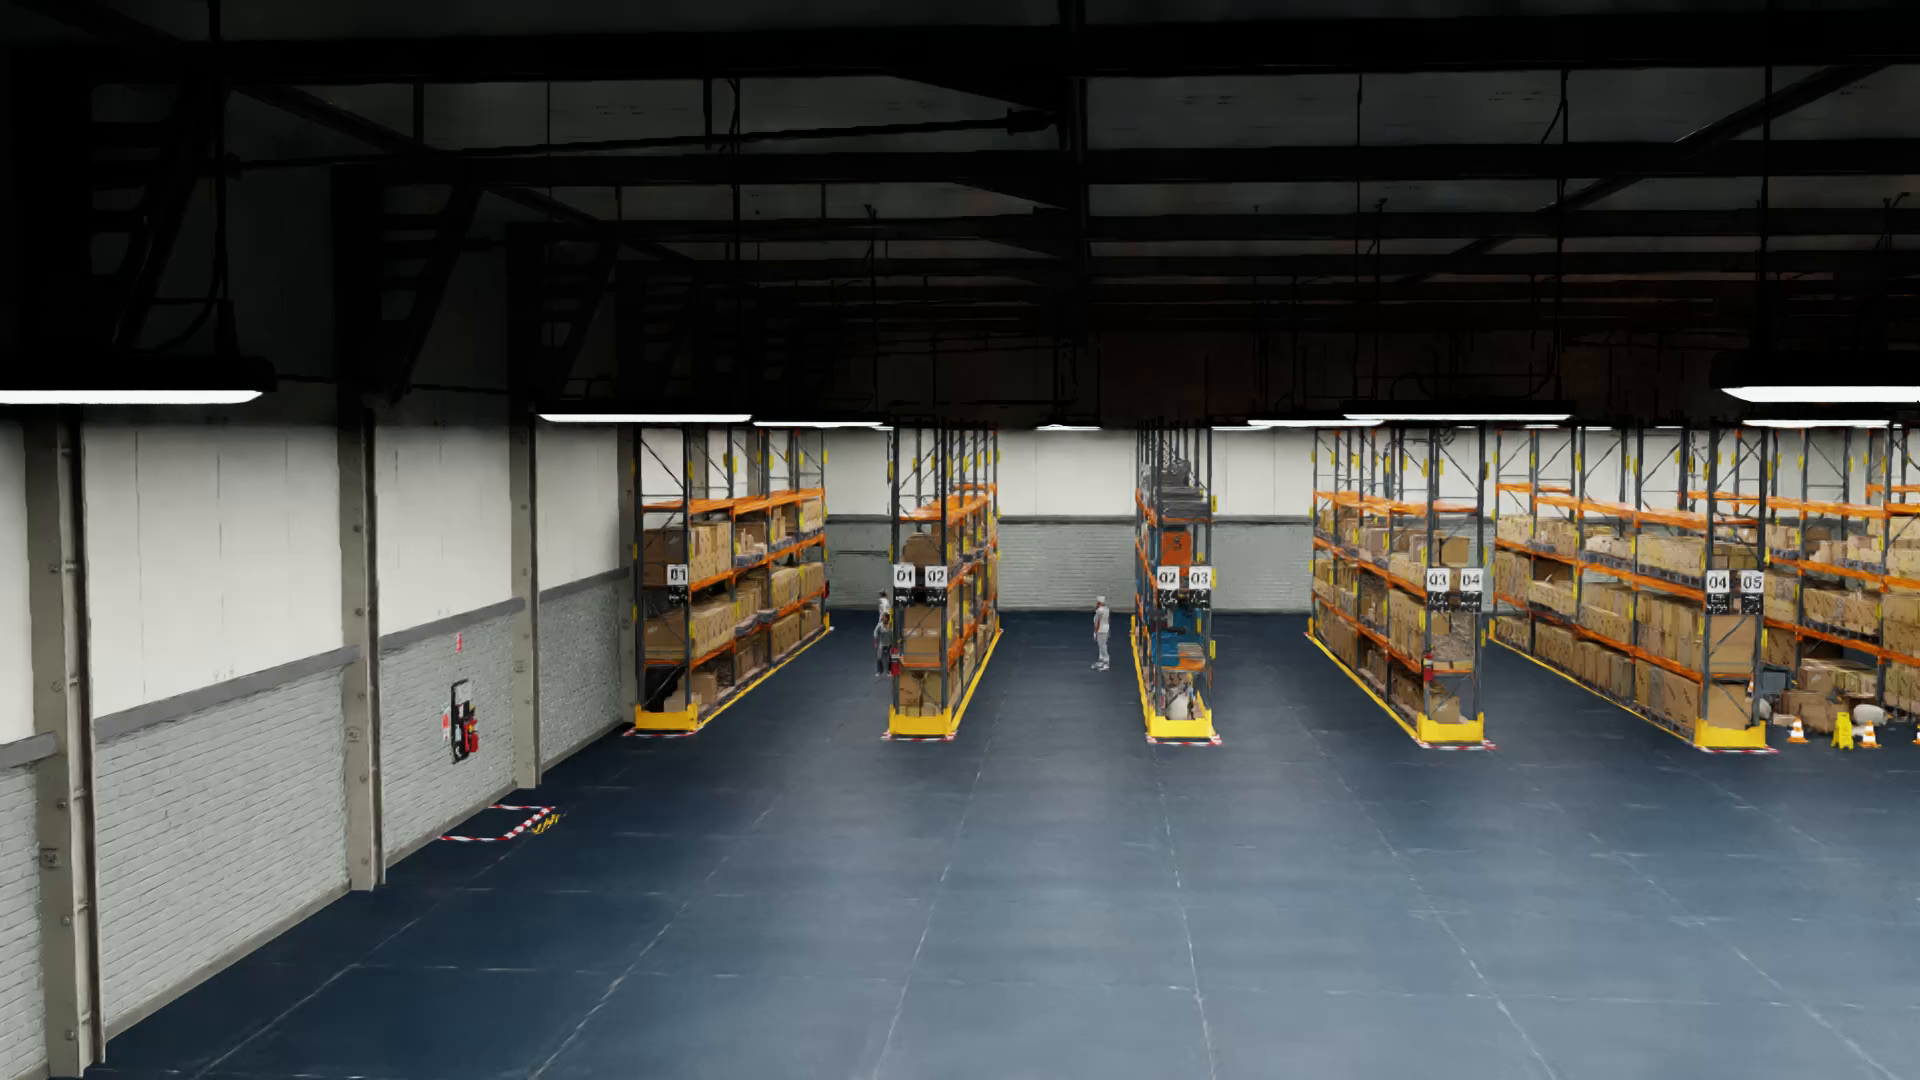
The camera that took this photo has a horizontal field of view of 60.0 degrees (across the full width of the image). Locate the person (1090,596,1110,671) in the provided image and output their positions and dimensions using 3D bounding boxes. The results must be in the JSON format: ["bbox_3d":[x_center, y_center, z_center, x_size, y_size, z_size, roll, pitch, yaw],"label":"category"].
[{"bbox_3d":[3.360,2.217,39.799,0.588,1.784,0.666,2,4,26],"label":"person"}]

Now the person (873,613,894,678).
[{"bbox_3d":[-1.731,2.439,38.600,0.566,1.541,0.480,0,4,2],"label":"person"}]

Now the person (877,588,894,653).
[{"bbox_3d":[-1.957,2.088,42.883,0.414,1.673,0.514,-2,4,-23],"label":"person"}]
